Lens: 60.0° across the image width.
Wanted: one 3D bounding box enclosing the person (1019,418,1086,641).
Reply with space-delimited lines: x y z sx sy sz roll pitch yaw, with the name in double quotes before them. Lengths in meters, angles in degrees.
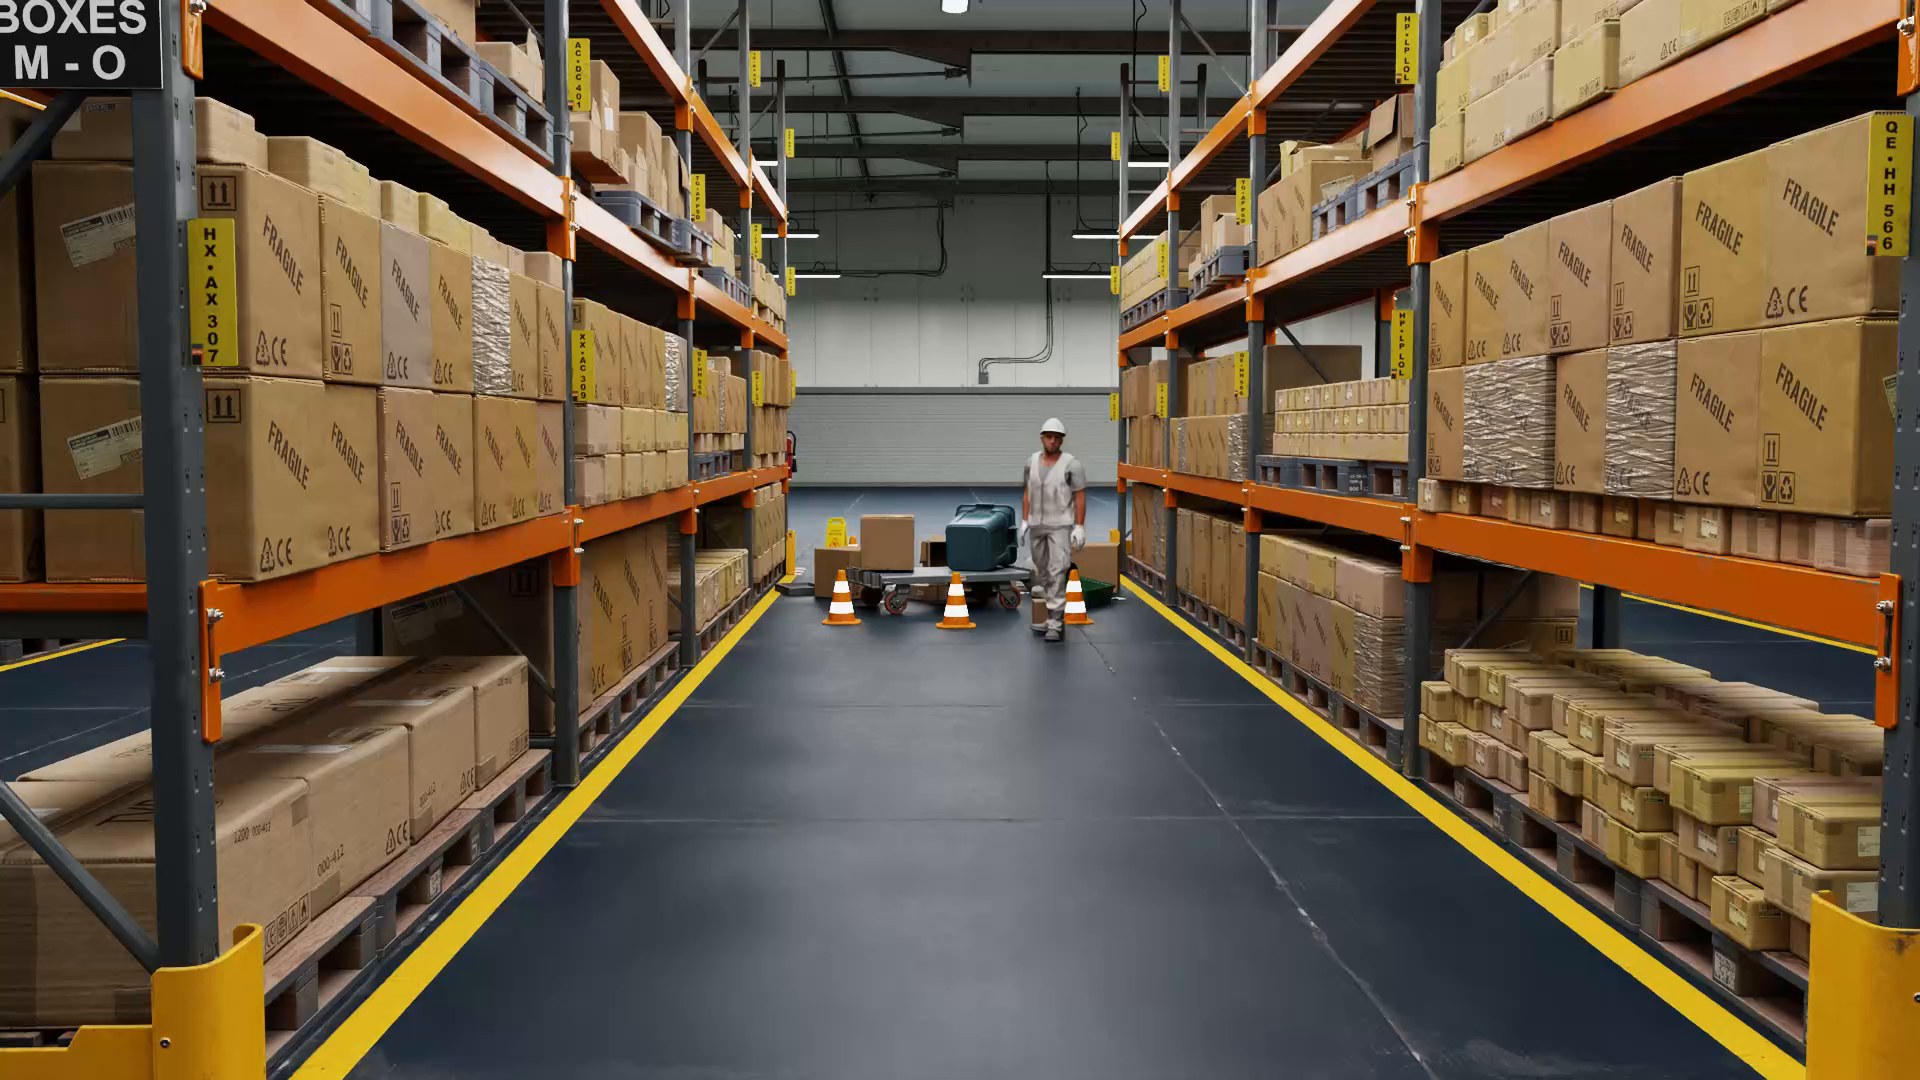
"person" 0.751 -0.091 13.425 0.566 1.781 0.576 2 4 34
